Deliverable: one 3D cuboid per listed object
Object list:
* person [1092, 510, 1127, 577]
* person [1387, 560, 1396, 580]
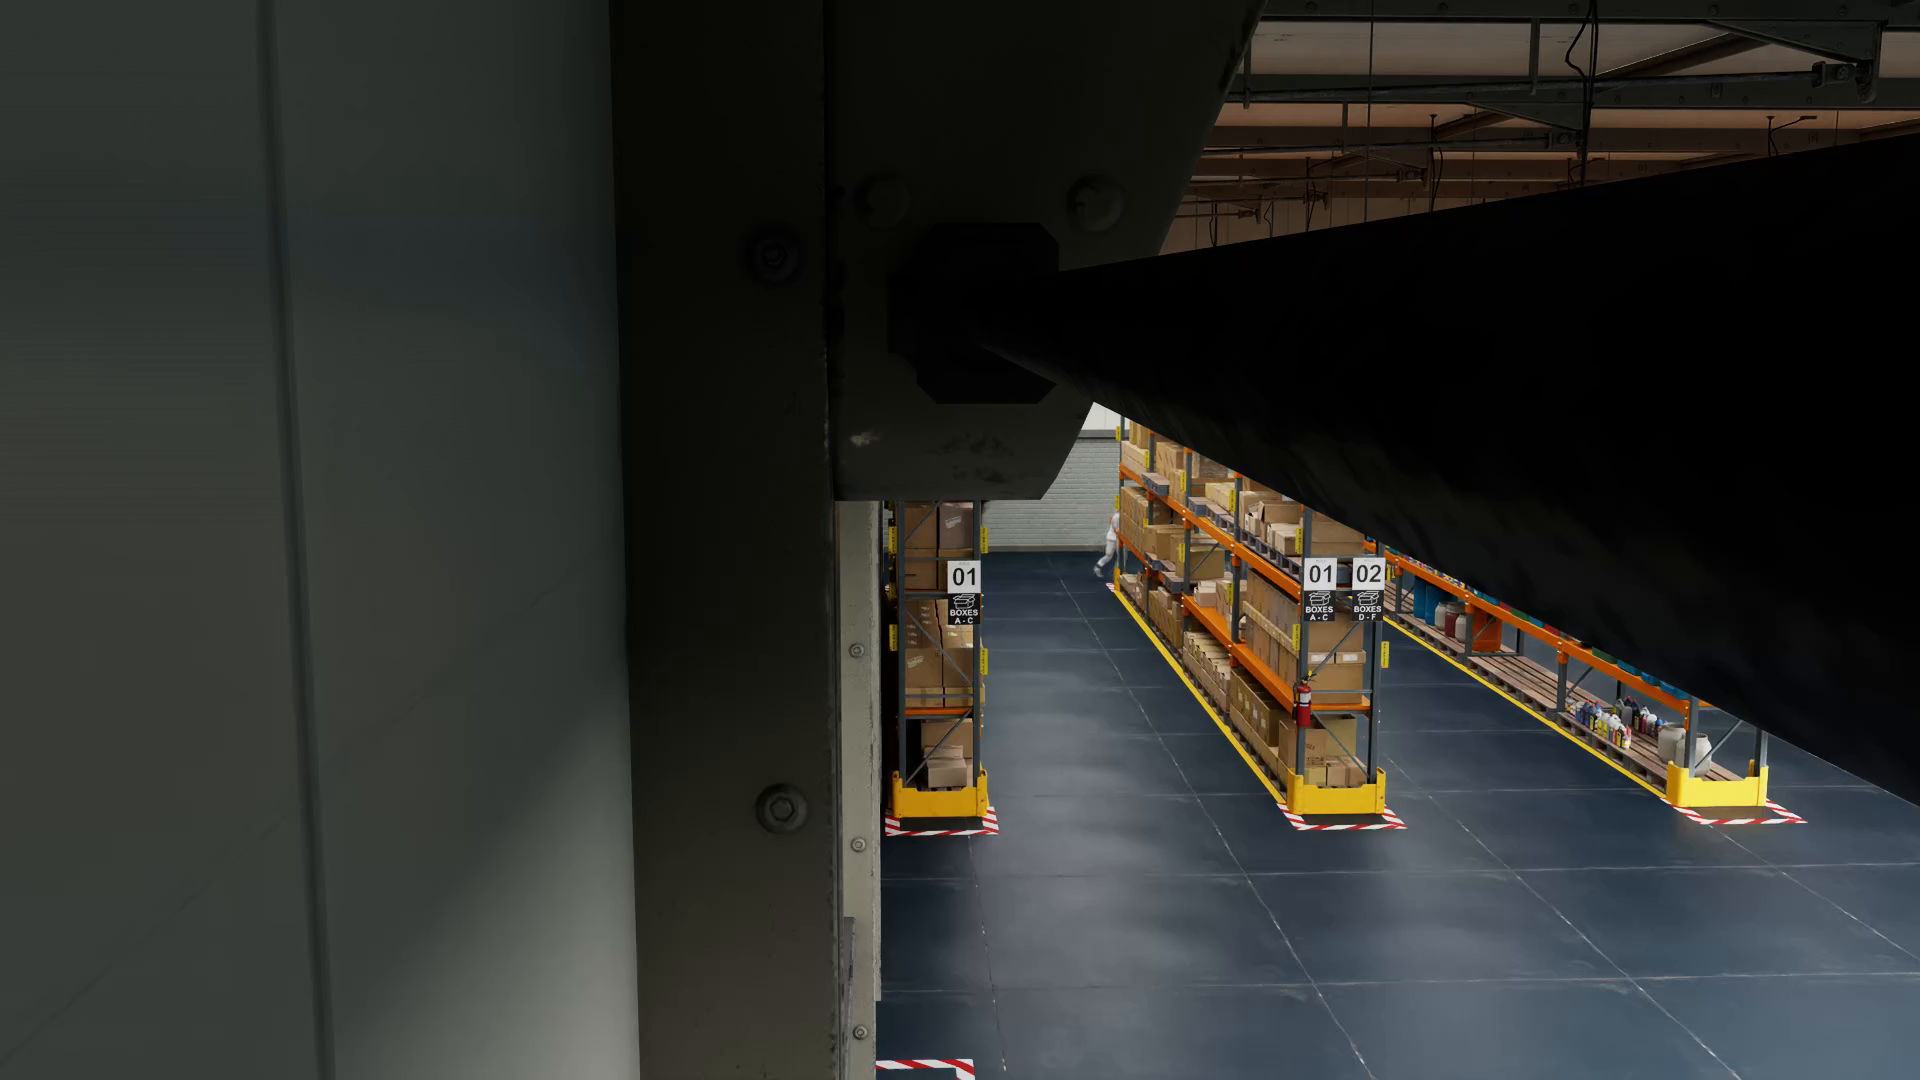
[{"bbox_3d":[3.466,0.072,37.658,0.947,1.836,0.681,3,9,21],"label":"person"},{"bbox_3d":[9.583,0.058,37.658,0.810,1.809,0.662,5,9,30],"label":"person"}]
